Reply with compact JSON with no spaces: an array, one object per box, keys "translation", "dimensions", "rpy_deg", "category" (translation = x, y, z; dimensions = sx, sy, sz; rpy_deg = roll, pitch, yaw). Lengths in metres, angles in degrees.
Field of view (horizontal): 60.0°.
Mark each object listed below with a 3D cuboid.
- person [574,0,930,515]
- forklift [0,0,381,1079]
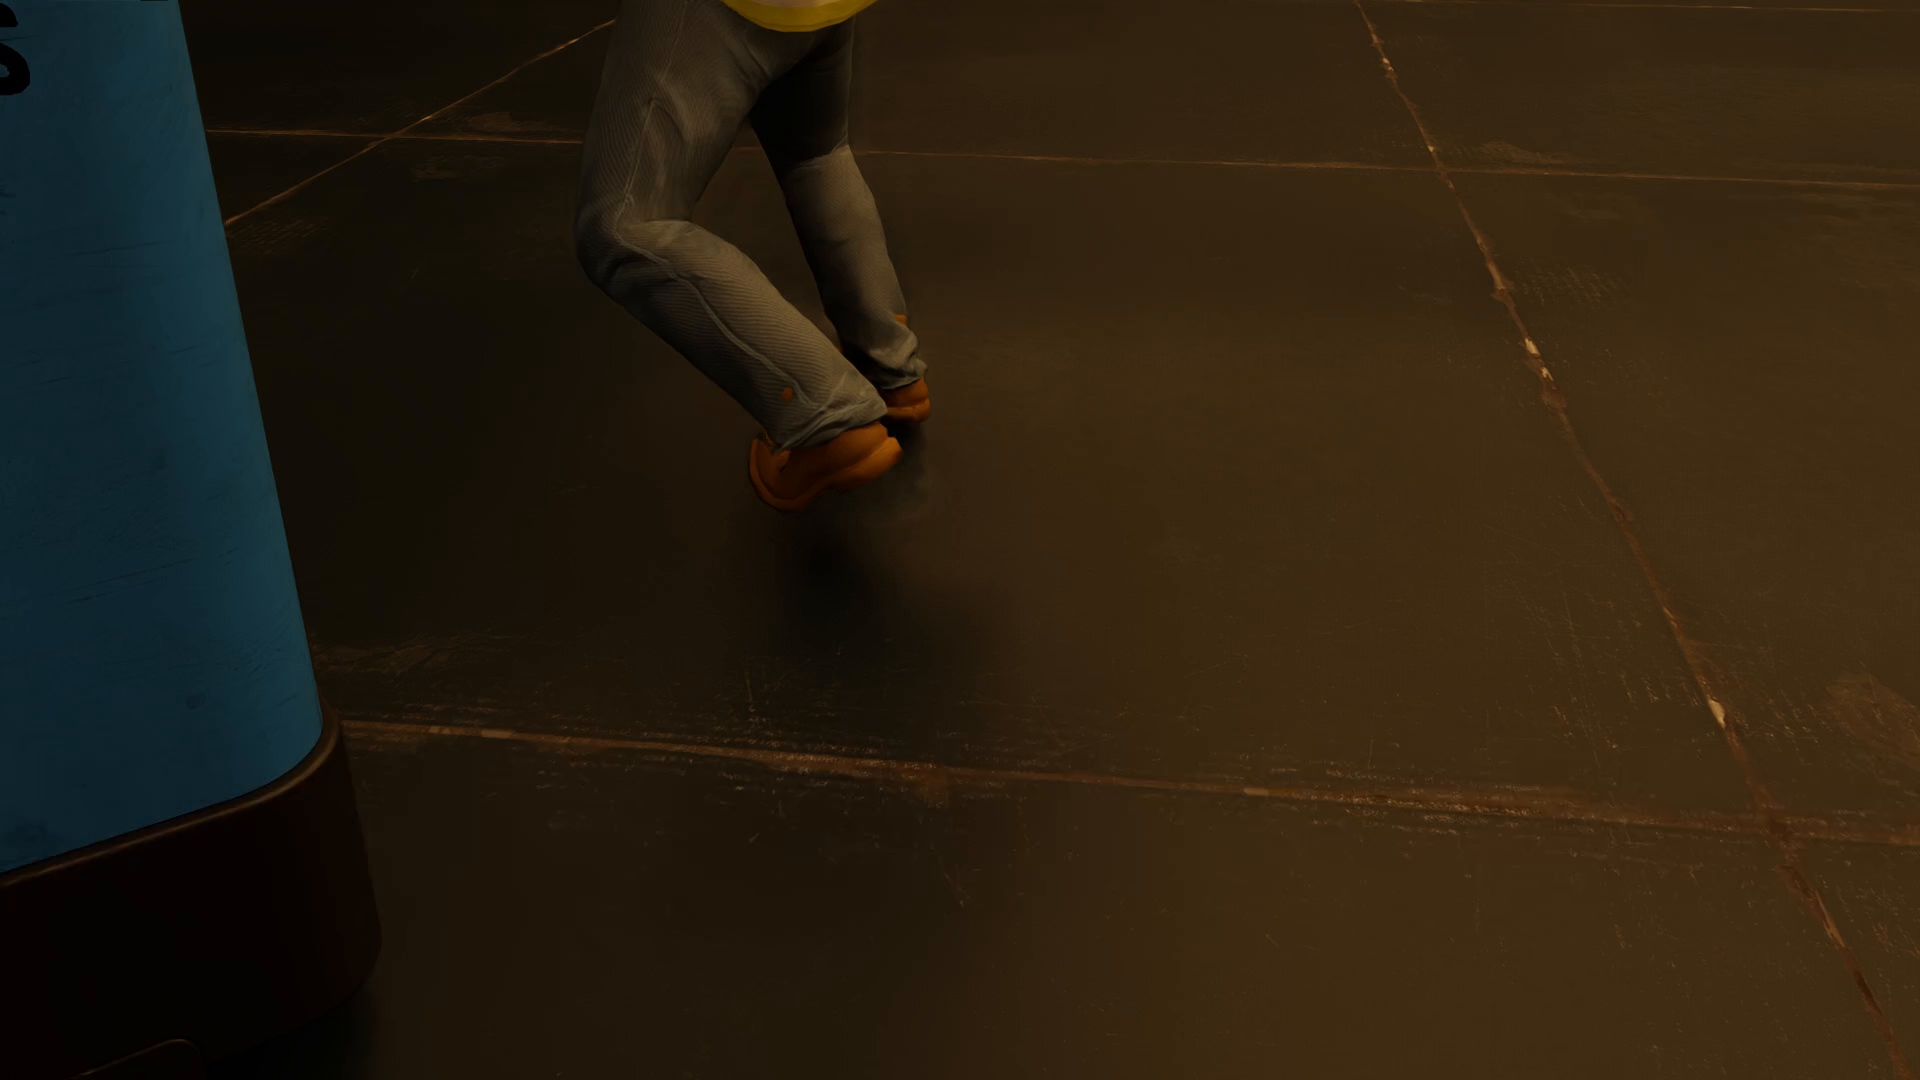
[{"translation":[-0.168,-0.906,2.570],"dimensions":[0.752,1.525,1.116],"rpy_deg":[12,29,23],"category":"person"},{"translation":[-2.042,-0.644,0.507],"dimensions":[3.031,2.935,1.130],"rpy_deg":[-17,31,-31],"category":"forklift"}]
